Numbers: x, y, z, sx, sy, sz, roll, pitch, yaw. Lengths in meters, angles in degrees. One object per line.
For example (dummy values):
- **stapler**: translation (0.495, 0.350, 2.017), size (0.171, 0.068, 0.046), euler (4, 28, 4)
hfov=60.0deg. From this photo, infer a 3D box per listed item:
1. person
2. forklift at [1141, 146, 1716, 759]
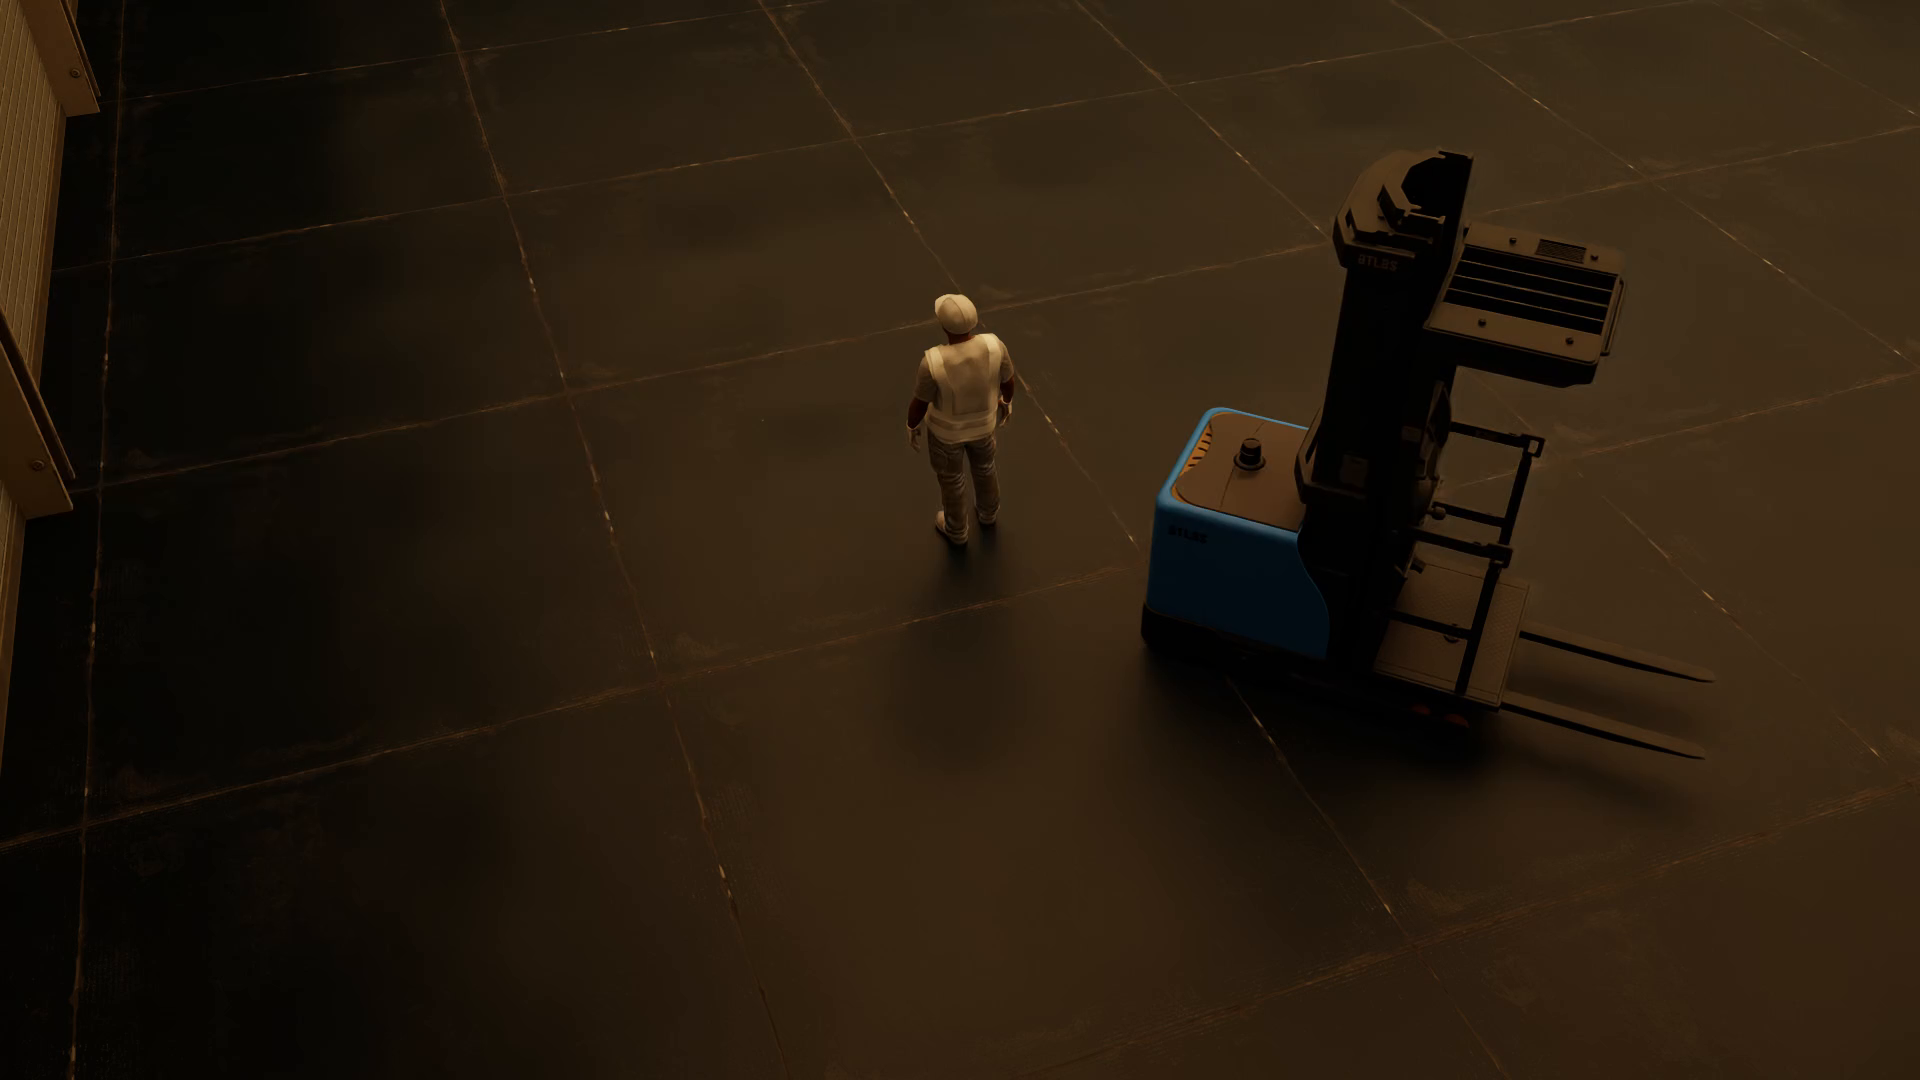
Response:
- **person**: translation (-0.018, -0.734, 9.752), size (0.656, 1.784, 0.575), euler (-13, 42, -15)
- **forklift**: translation (2.599, -0.415, 8.491), size (3.031, 2.935, 1.130), euler (16, 43, 18)
